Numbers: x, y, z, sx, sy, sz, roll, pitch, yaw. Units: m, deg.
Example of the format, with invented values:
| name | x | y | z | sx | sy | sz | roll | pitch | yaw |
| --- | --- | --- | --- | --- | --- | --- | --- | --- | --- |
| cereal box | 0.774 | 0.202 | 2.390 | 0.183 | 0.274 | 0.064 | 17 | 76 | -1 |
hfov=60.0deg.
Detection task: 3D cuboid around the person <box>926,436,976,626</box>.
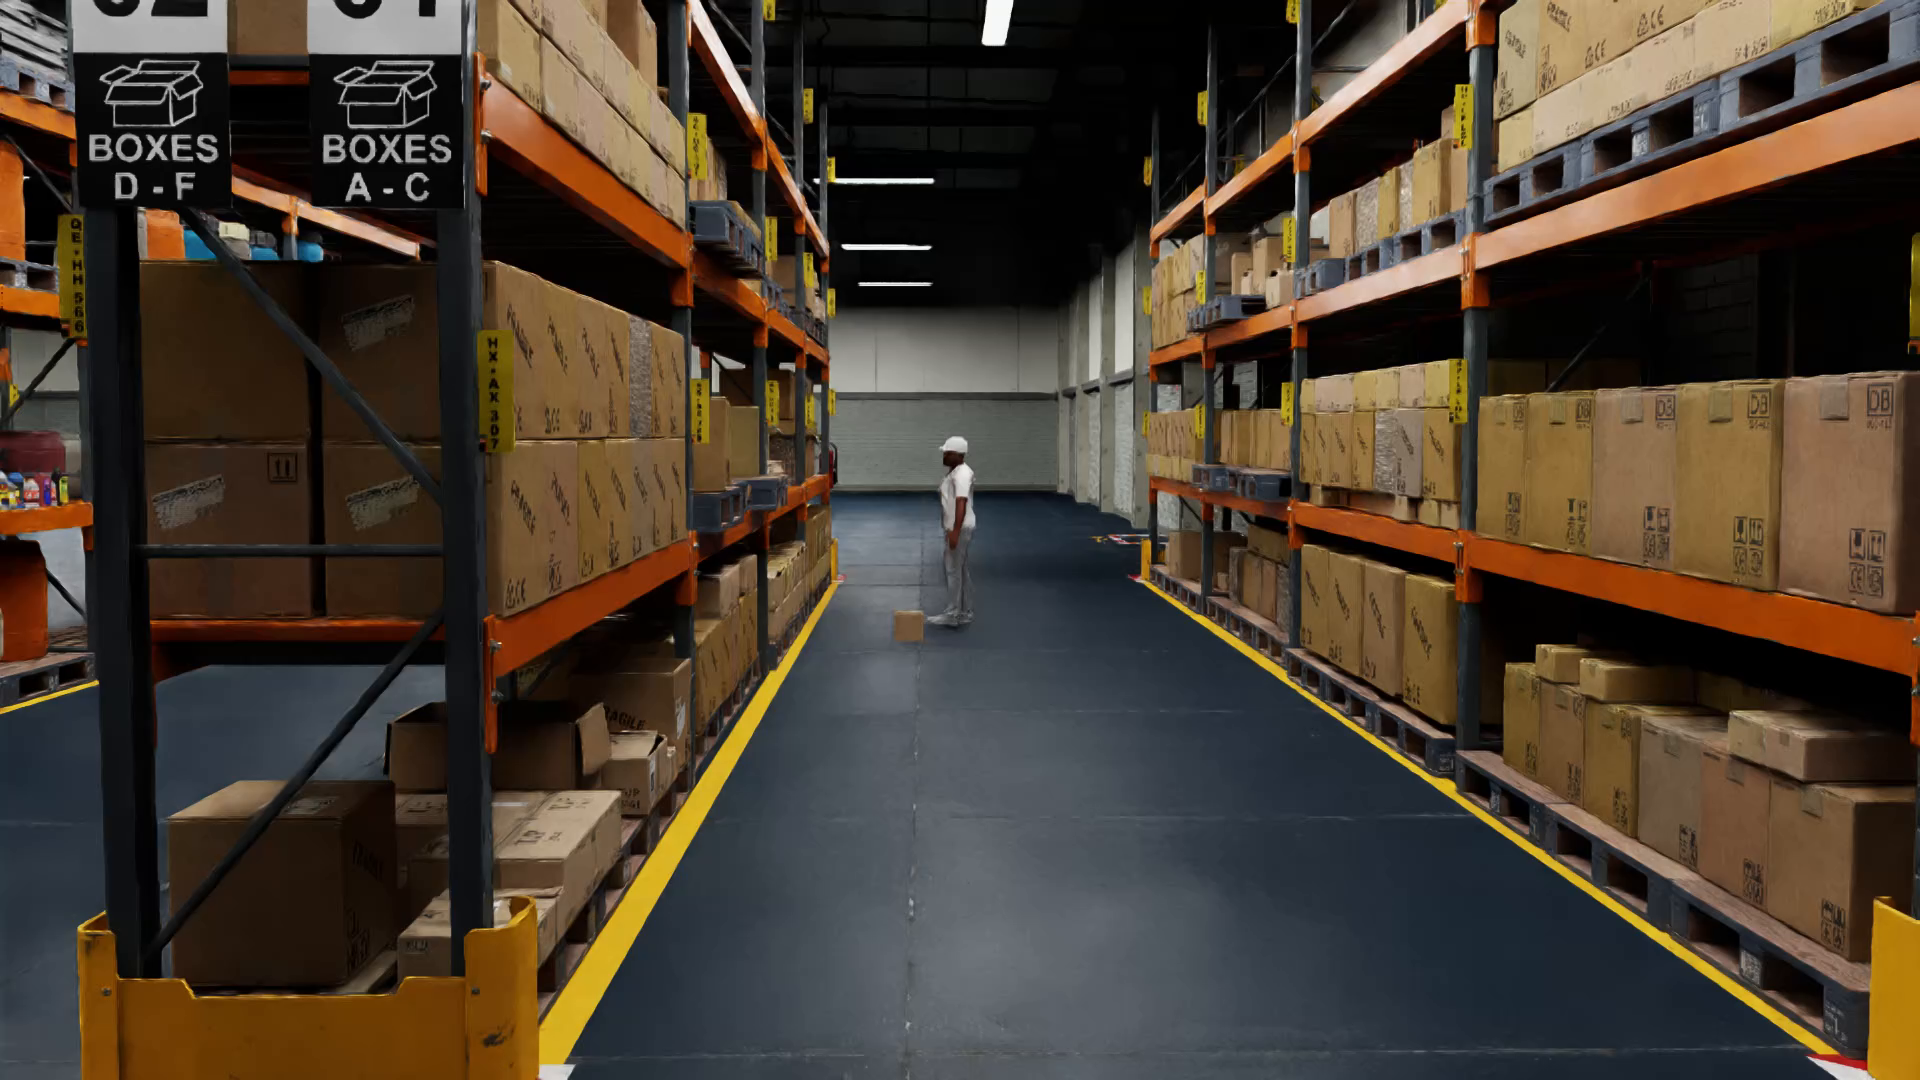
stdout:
| name | x | y | z | sx | sy | sz | roll | pitch | yaw |
| --- | --- | --- | --- | --- | --- | --- | --- | --- | --- |
| person | -0.094 | -0.088 | 15.640 | 0.479 | 1.766 | 0.682 | 0 | 4 | -5 |
